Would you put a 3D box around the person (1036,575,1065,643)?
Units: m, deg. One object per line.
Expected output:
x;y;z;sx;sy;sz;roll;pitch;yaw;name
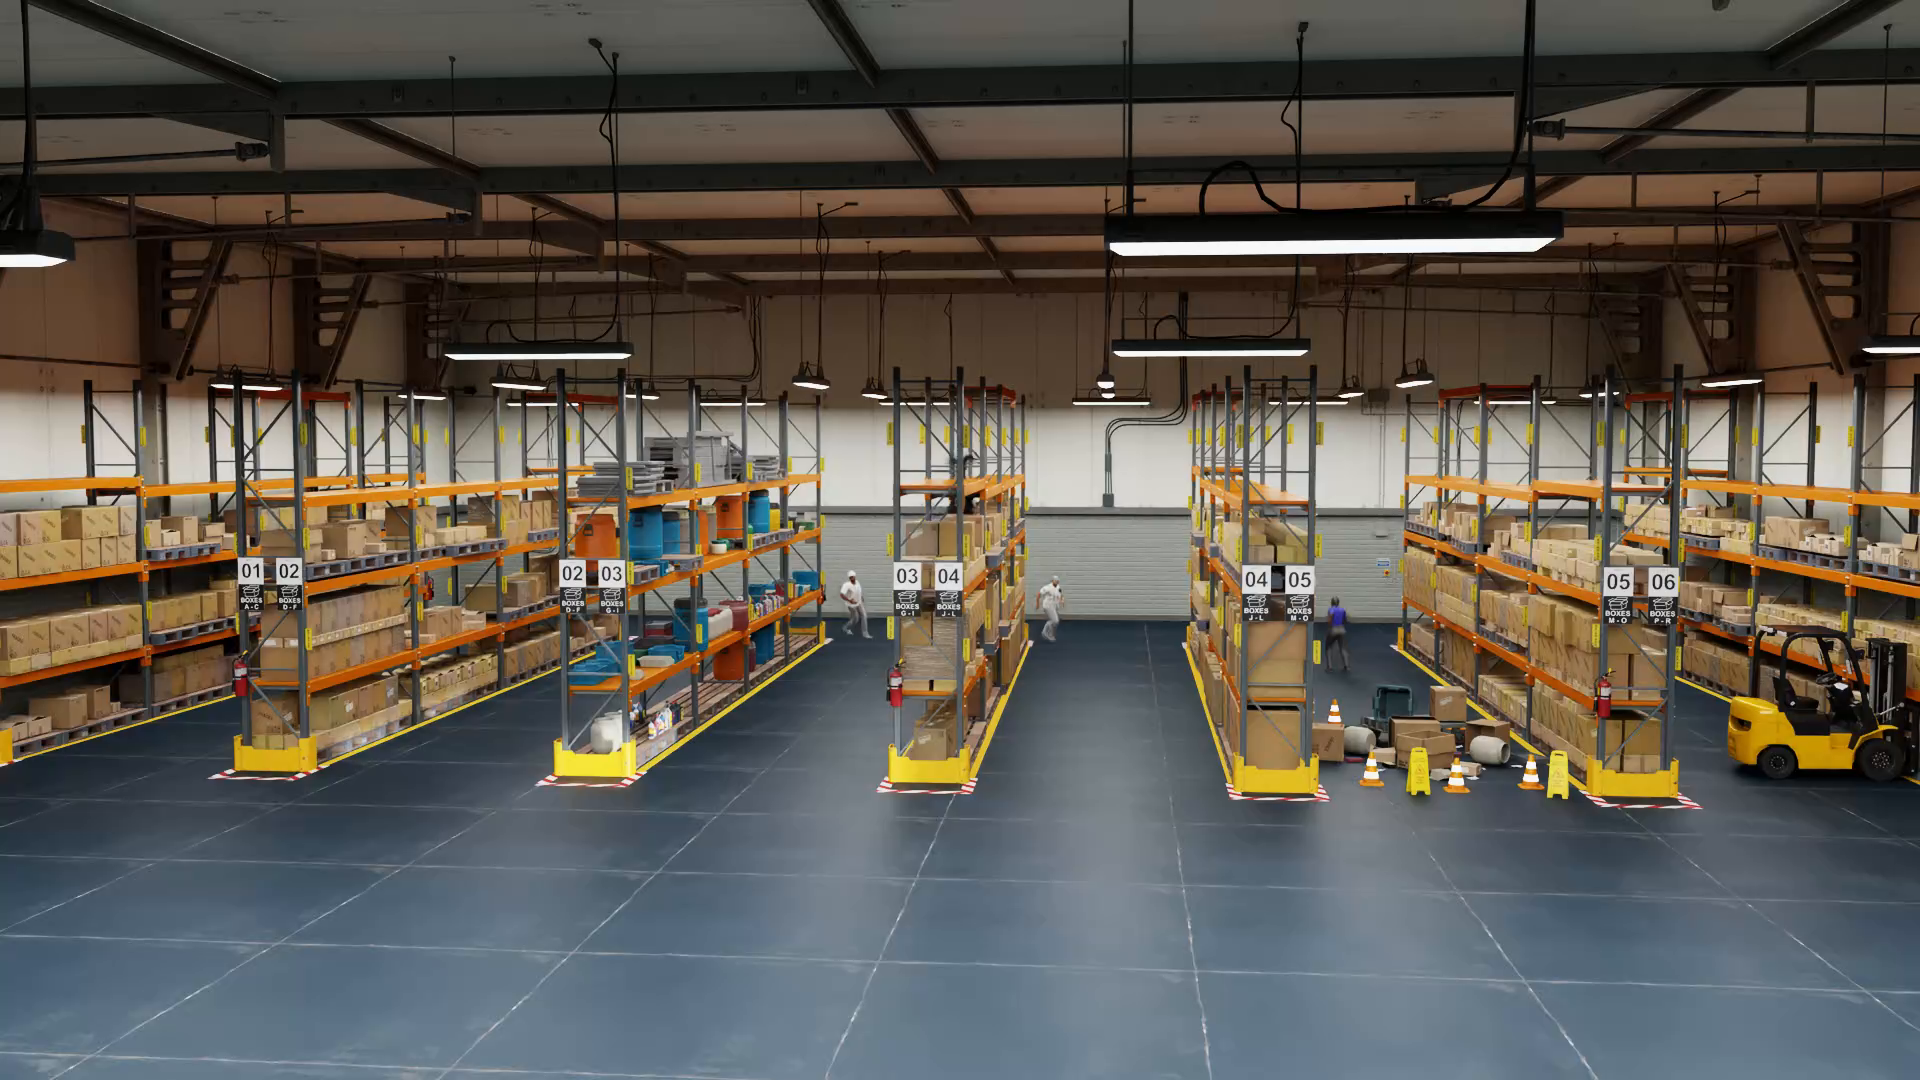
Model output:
2.212;1.685;40.644;0.788;1.665;0.625;3;5;42;person

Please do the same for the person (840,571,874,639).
-2.680;1.604;41.218;0.827;1.721;0.776;3;4;36;person

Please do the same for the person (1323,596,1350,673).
7.964;2.018;35.144;0.574;1.632;0.955;-1;4;-10;person
